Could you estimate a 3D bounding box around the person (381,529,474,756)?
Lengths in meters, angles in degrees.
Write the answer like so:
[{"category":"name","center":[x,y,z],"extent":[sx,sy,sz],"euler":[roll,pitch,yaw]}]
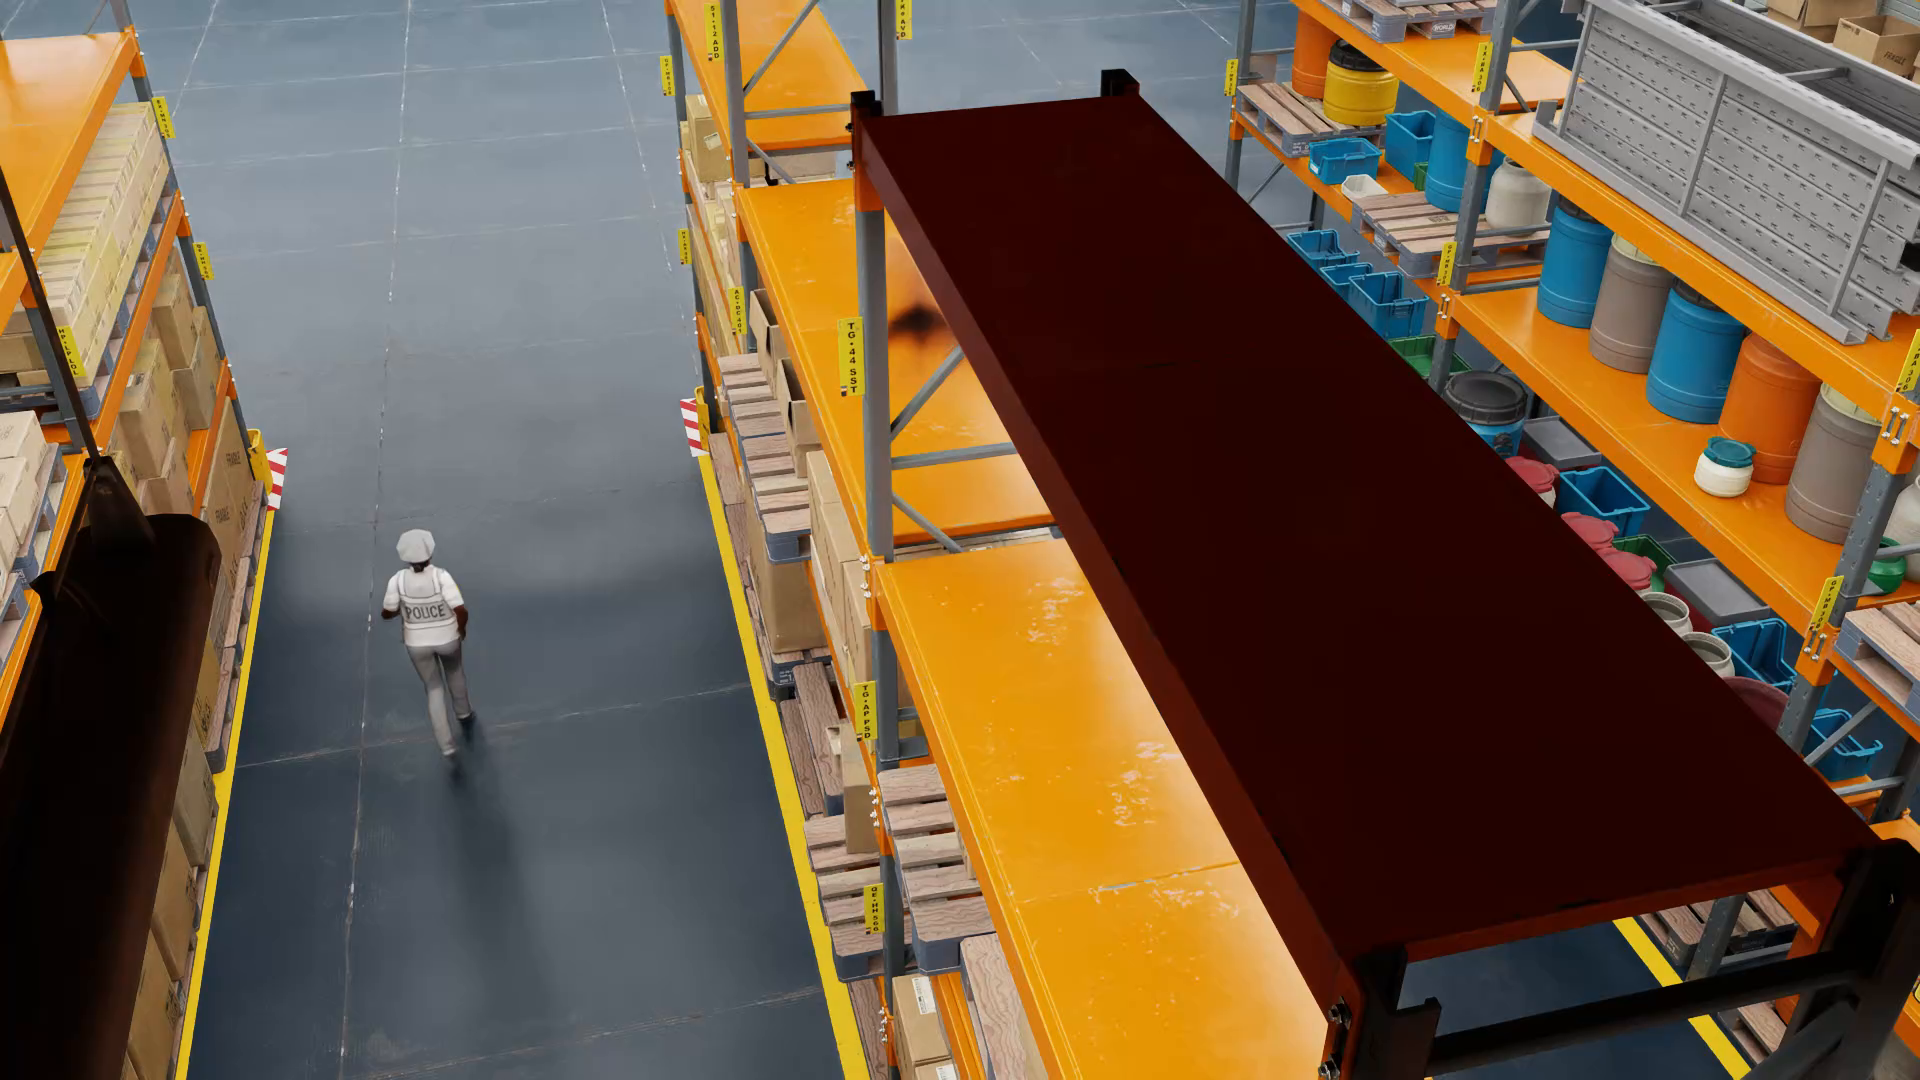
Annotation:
[{"category":"person","center":[-3.650,0.747,11.506],"extent":[0.575,1.736,0.812],"euler":[-10,36,-14]}]
